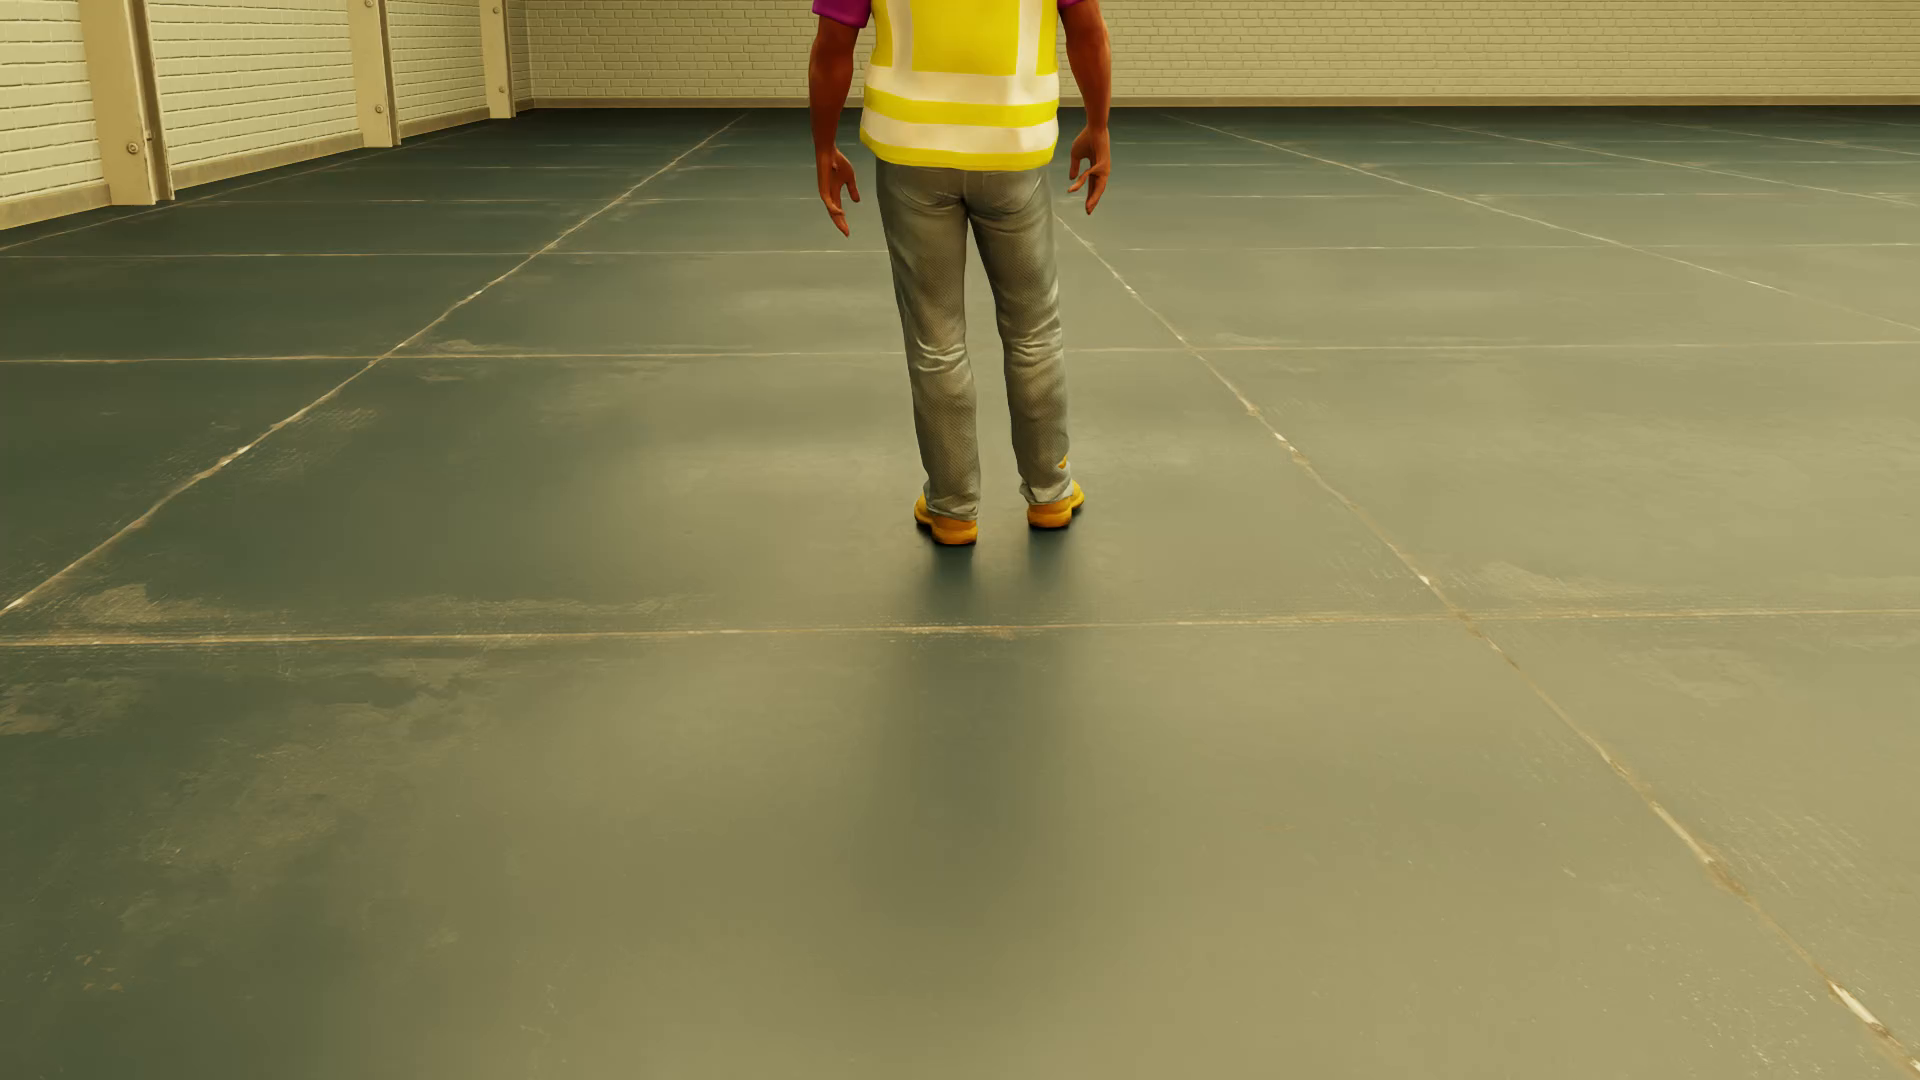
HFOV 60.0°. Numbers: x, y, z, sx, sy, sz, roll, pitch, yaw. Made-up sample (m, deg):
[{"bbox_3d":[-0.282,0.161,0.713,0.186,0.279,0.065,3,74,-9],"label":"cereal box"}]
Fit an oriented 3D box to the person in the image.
[{"bbox_3d":[0.002,-0.872,3.725,0.665,1.768,0.575,-1,17,-3],"label":"person"}]
